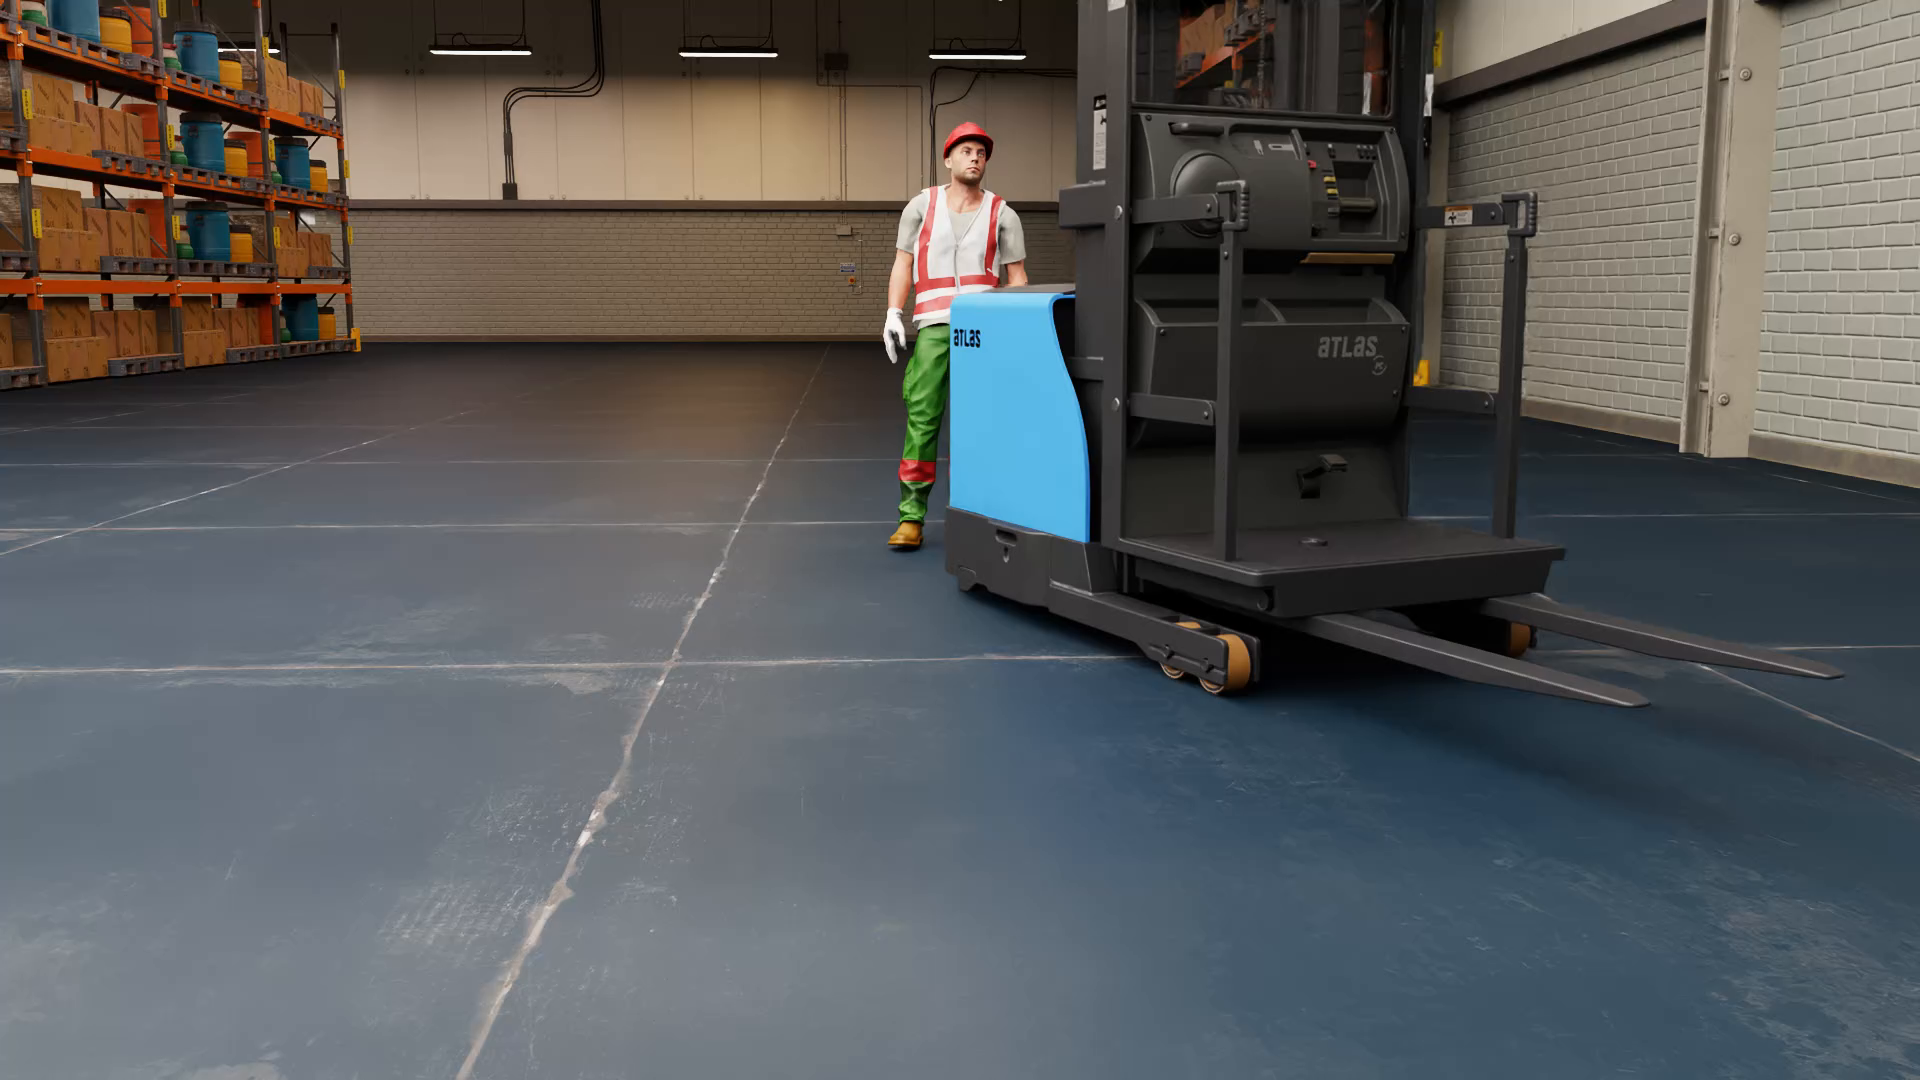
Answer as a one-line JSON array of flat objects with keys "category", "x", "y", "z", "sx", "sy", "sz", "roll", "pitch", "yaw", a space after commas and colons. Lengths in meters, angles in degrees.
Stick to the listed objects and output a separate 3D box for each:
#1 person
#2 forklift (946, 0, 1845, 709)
[{"category": "person", "x": -0.007, "y": -0.880, "z": 7.098, "sx": 0.638, "sy": 1.787, "sz": 0.564, "roll": -1, "pitch": 8, "yaw": -4}, {"category": "forklift", "x": 1.043, "y": -1.105, "z": 4.773, "sx": 1.130, "sy": 2.935, "sz": 3.031, "roll": -4, "pitch": 9, "yaw": -25}]
